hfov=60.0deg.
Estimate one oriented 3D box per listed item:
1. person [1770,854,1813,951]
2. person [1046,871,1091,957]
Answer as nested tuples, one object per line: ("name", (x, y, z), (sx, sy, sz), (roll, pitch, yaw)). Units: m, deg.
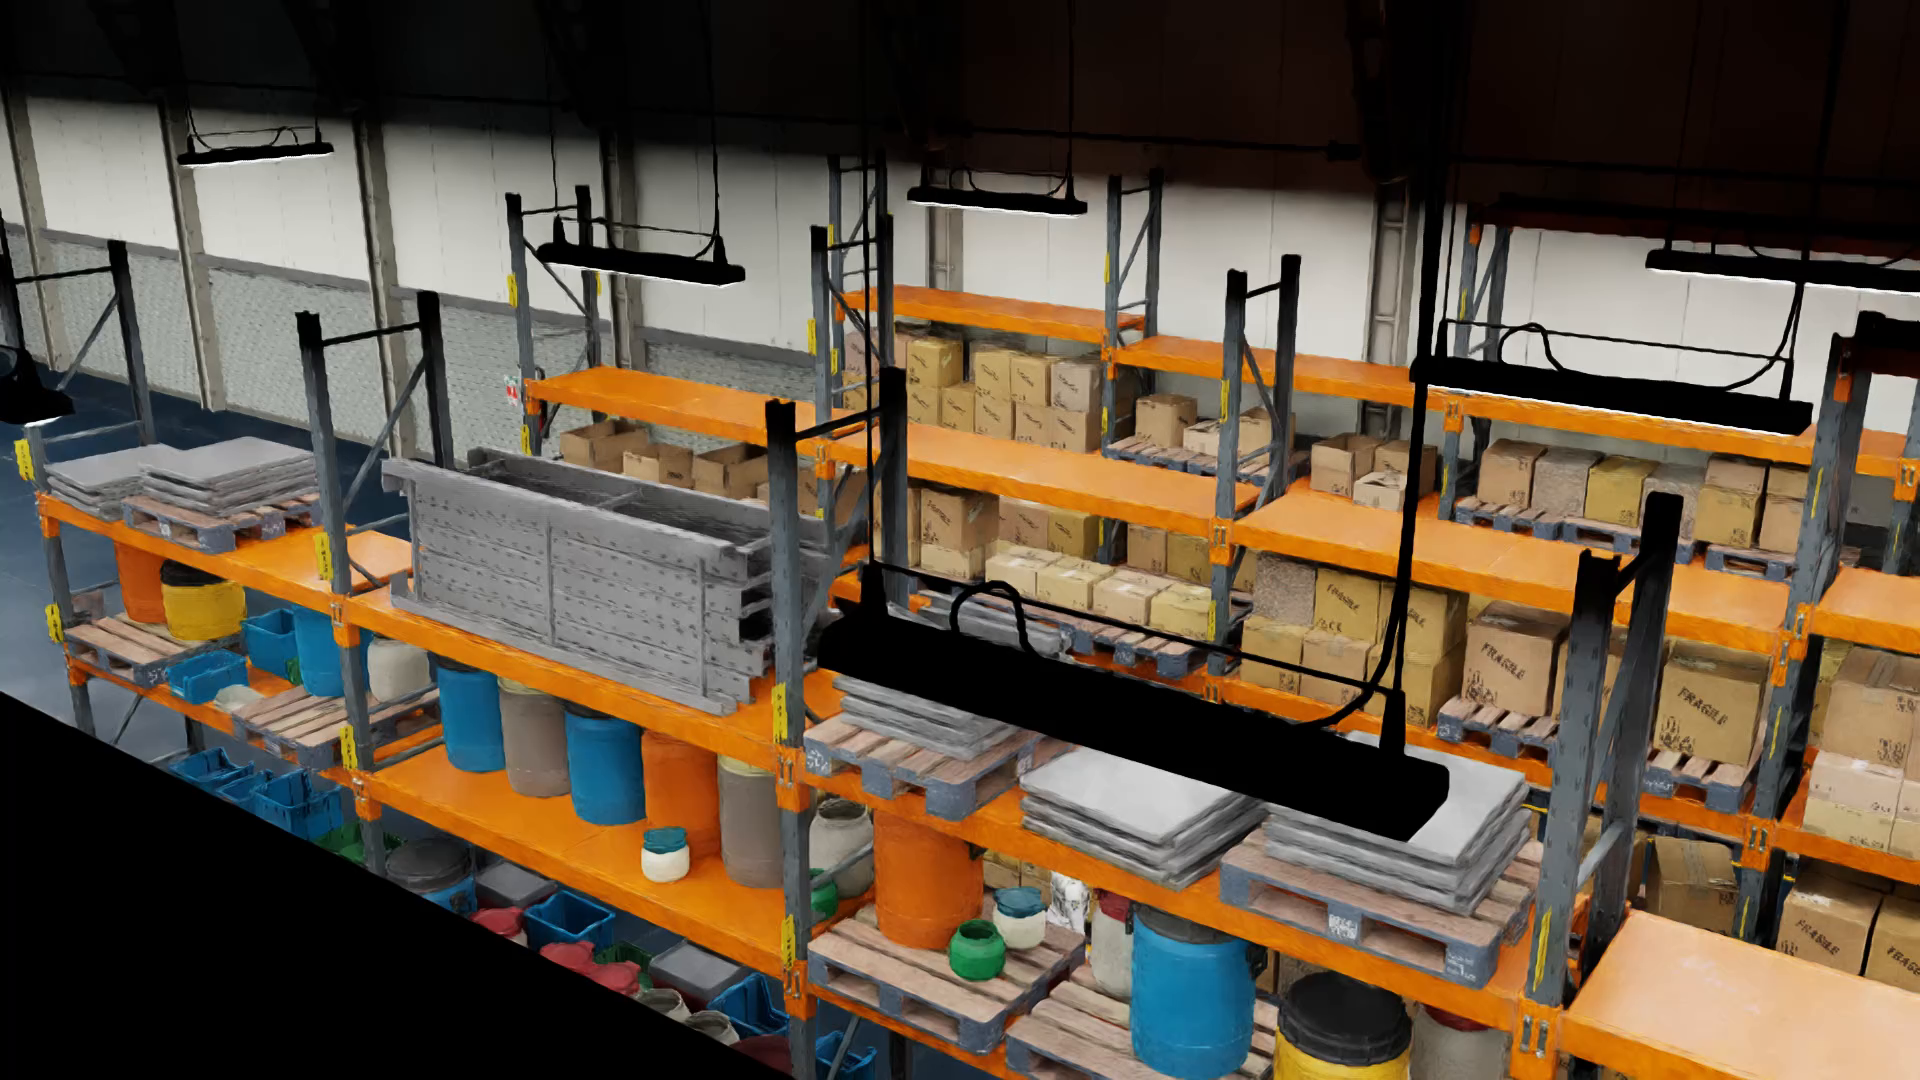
("person", (6.918, 2.961, 13.533), (1.172, 1.698, 0.598), (14, 23, 36))
("person", (0.893, 3.112, 13.144), (0.532, 1.667, 0.573), (-7, 20, -21))
